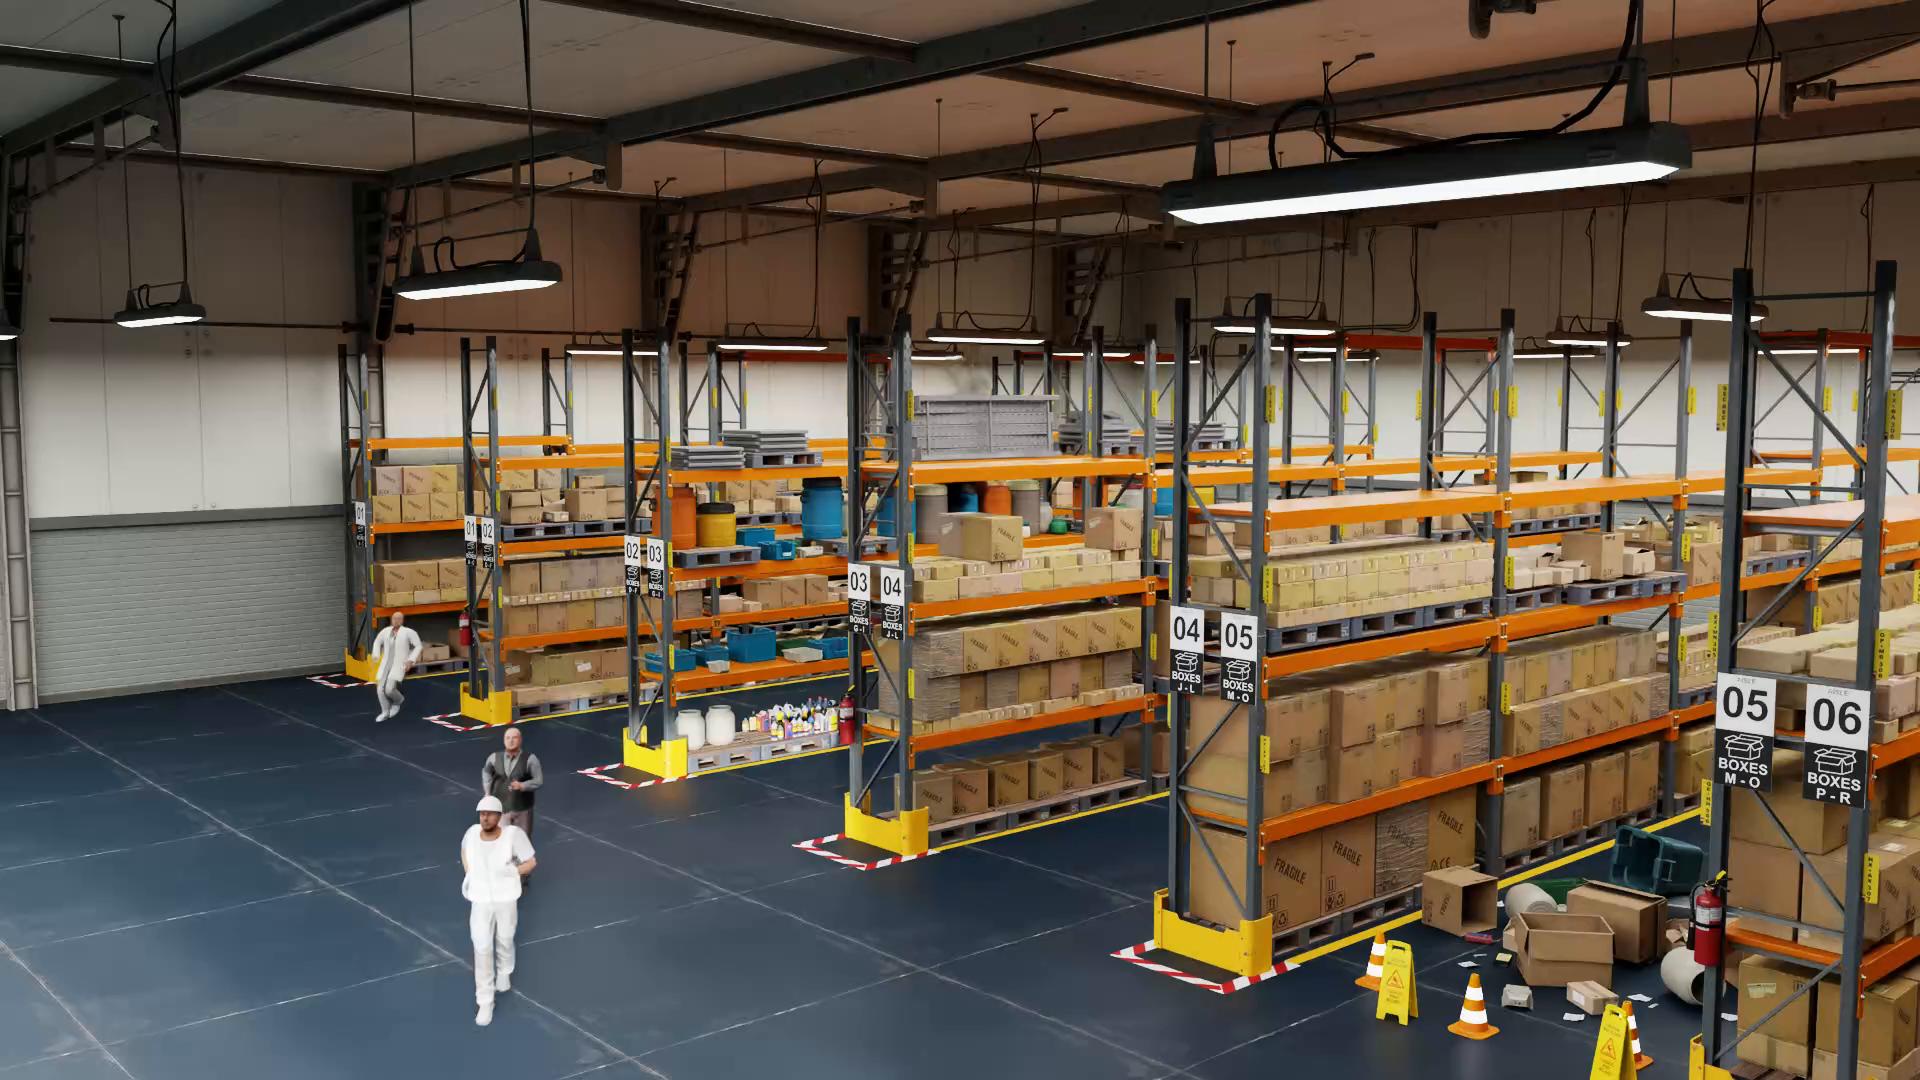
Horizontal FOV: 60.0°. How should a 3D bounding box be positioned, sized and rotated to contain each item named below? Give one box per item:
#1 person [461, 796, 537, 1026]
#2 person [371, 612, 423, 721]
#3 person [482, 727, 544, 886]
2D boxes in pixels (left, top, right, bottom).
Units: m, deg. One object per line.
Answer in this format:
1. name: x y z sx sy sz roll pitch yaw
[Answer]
1. person: -3.866 3.029 13.926 0.655 1.827 0.877 -1 5 -8
2. person: -8.860 1.987 26.063 0.772 1.724 0.561 1 5 11
3. person: -4.555 2.749 16.937 0.630 1.691 0.764 -1 5 -11
